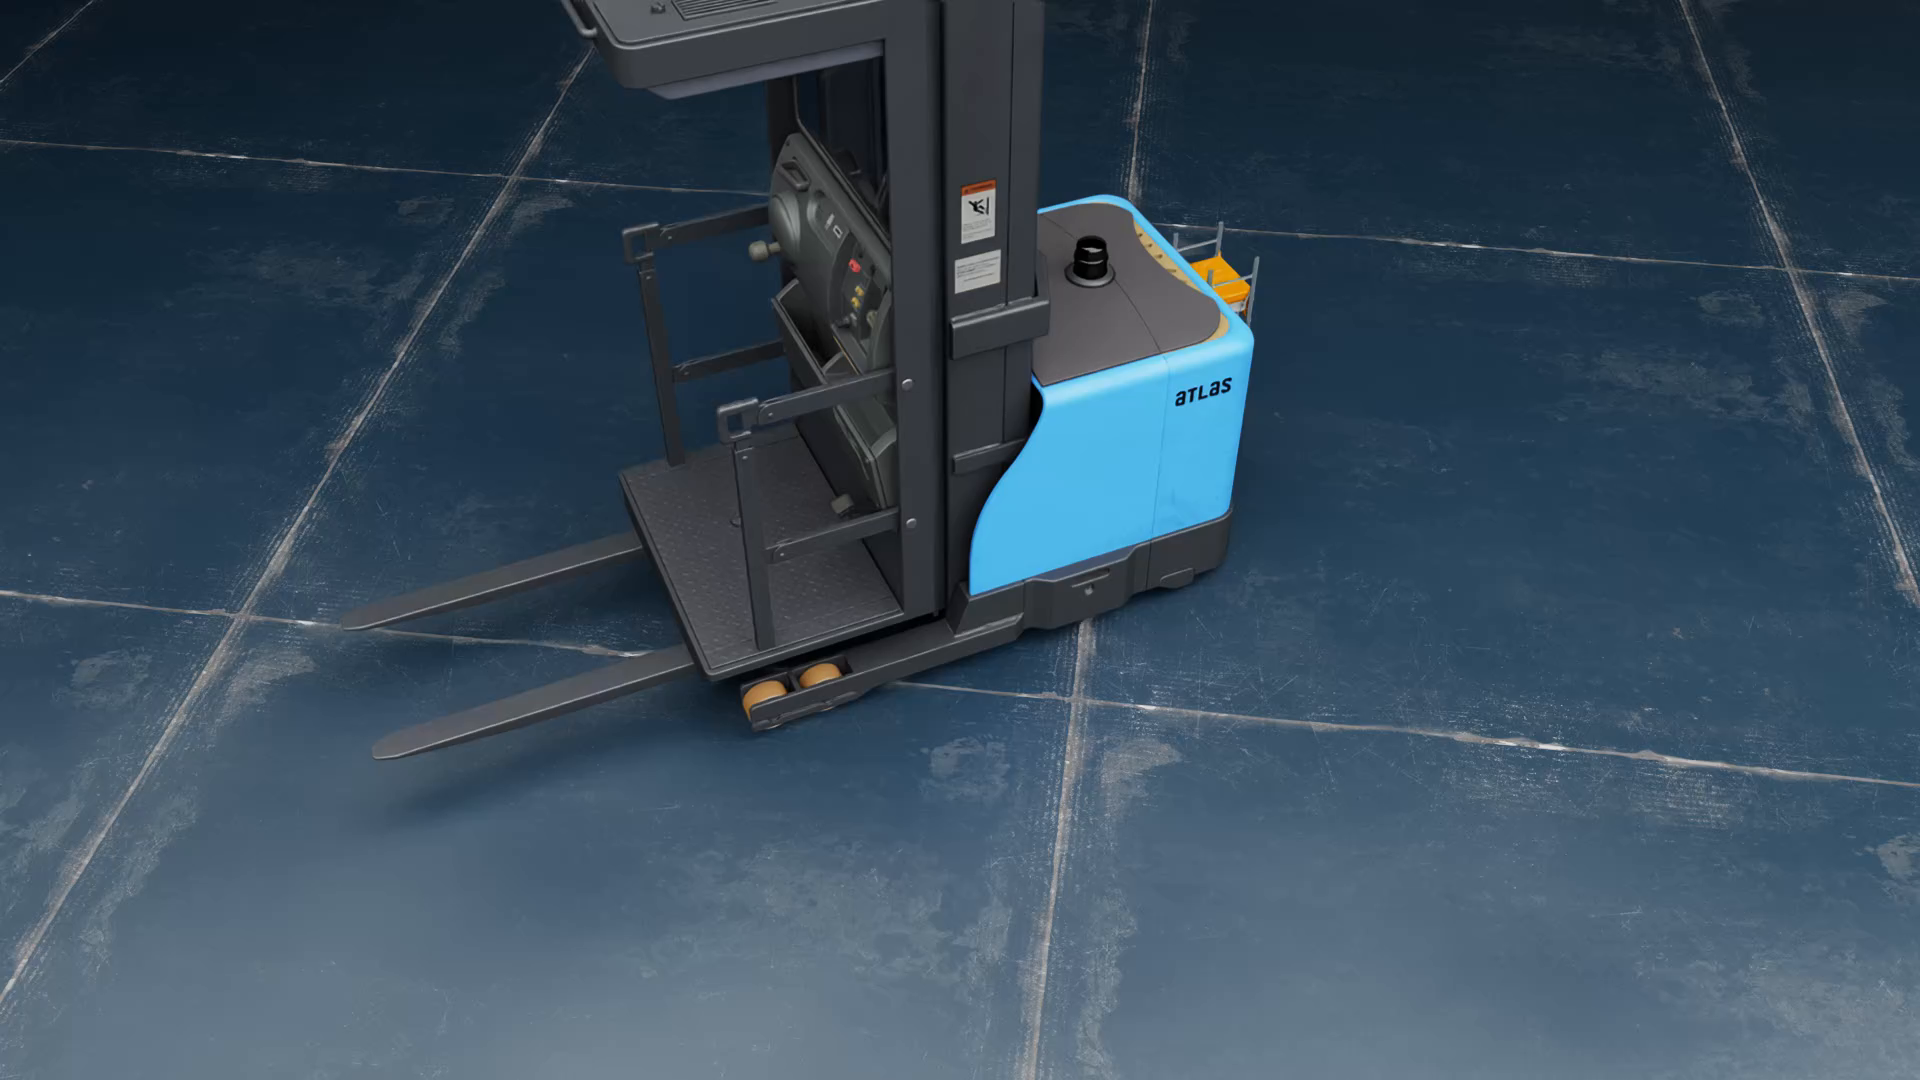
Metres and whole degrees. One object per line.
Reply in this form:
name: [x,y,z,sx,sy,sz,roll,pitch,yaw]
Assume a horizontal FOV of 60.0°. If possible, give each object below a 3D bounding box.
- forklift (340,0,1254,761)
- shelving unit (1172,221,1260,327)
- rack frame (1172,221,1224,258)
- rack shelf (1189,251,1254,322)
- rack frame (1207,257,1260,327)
forklift: [-0.585,-0.846,5.011,3.031,2.935,1.130,-17,46,-17]
shelving unit: [0.895,-0.648,6.170,0.215,1.050,0.252,-17,46,-17]
rack frame: [0.846,-0.724,6.251,0.200,1.050,0.008,-17,46,-17]
rack shelf: [0.895,-0.846,5.982,0.215,0.259,0.240,-17,46,-17]
rack frame: [0.944,-0.571,6.089,0.200,1.050,0.008,-17,46,-17]
